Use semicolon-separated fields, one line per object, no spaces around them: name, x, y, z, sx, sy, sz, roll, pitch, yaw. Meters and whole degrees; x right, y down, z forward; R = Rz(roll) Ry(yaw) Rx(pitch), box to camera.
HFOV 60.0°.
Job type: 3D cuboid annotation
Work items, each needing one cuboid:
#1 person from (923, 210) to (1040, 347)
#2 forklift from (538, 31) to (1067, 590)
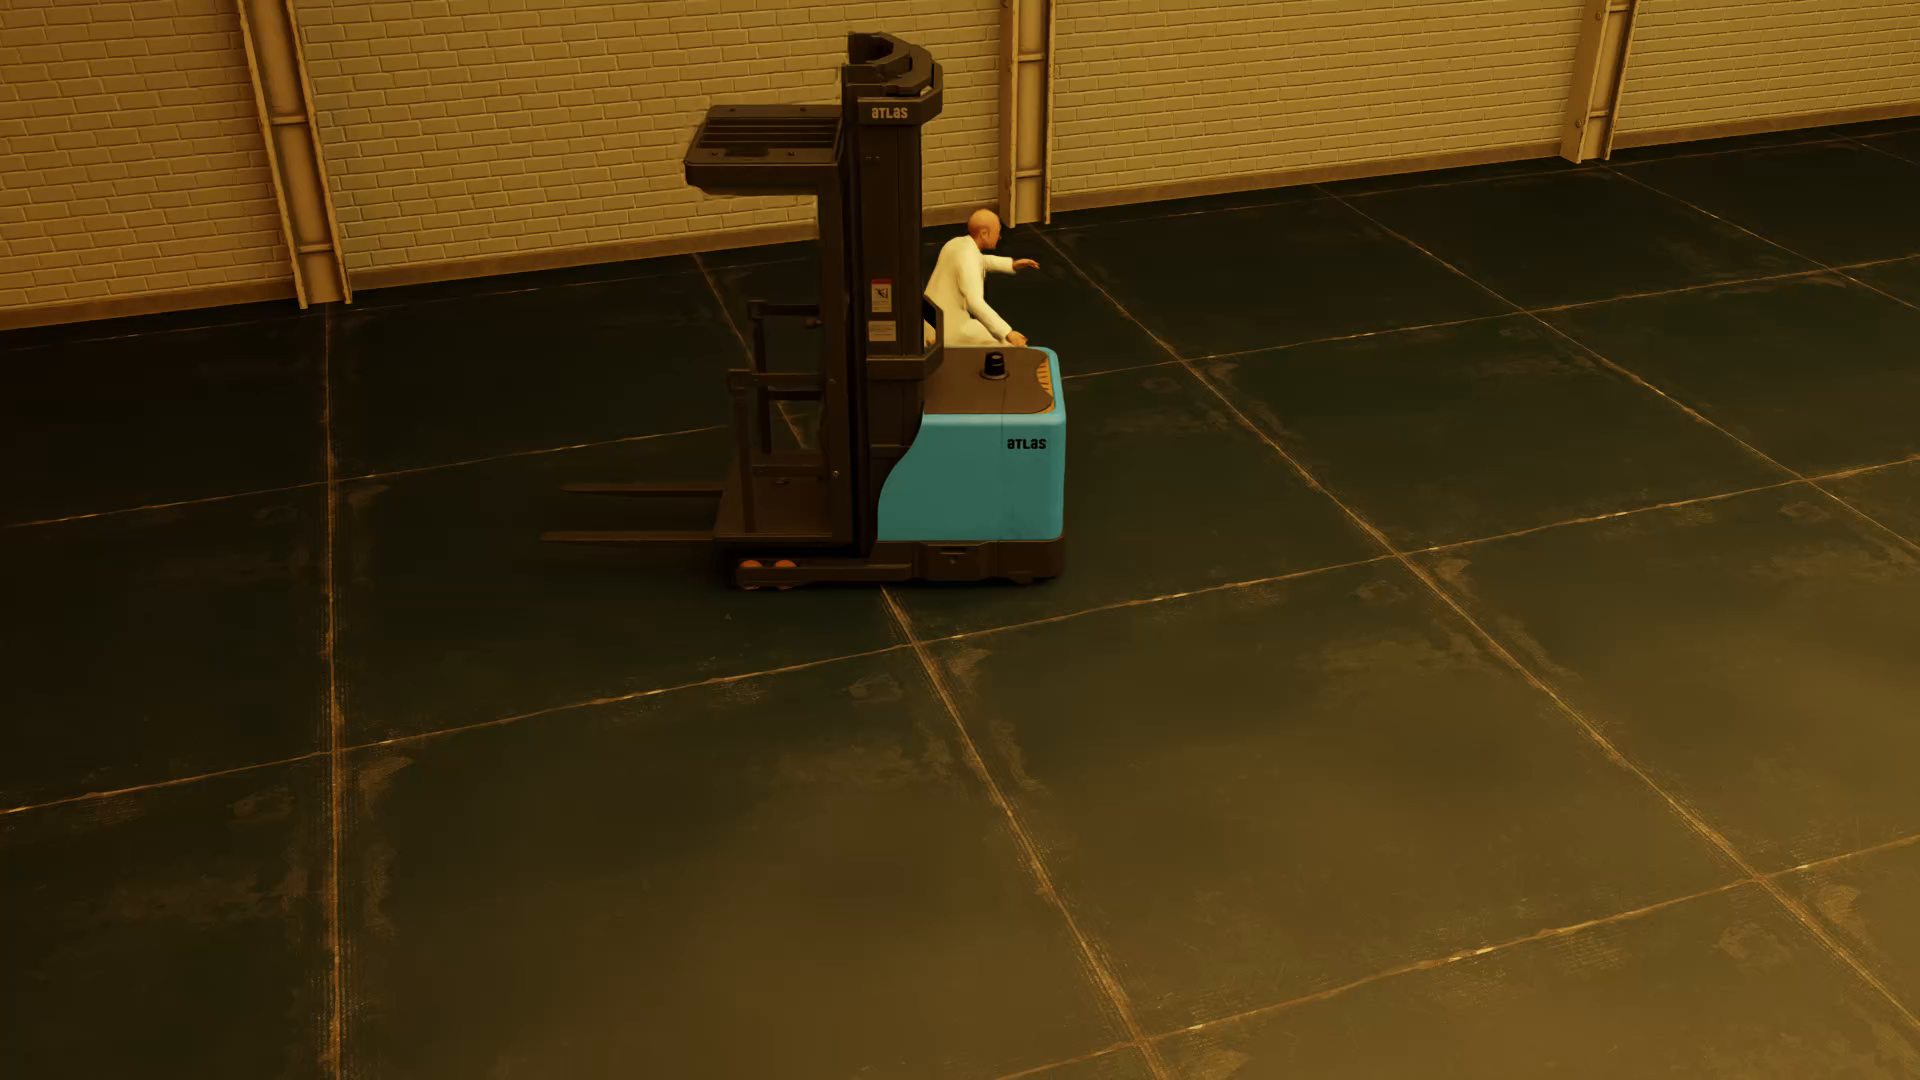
person;0.187;-1.381;10.916;0.915;1.543;1.018;-15;33;-24
forklift;-0.921;-1.251;9.261;3.031;2.935;1.130;0;30;0
